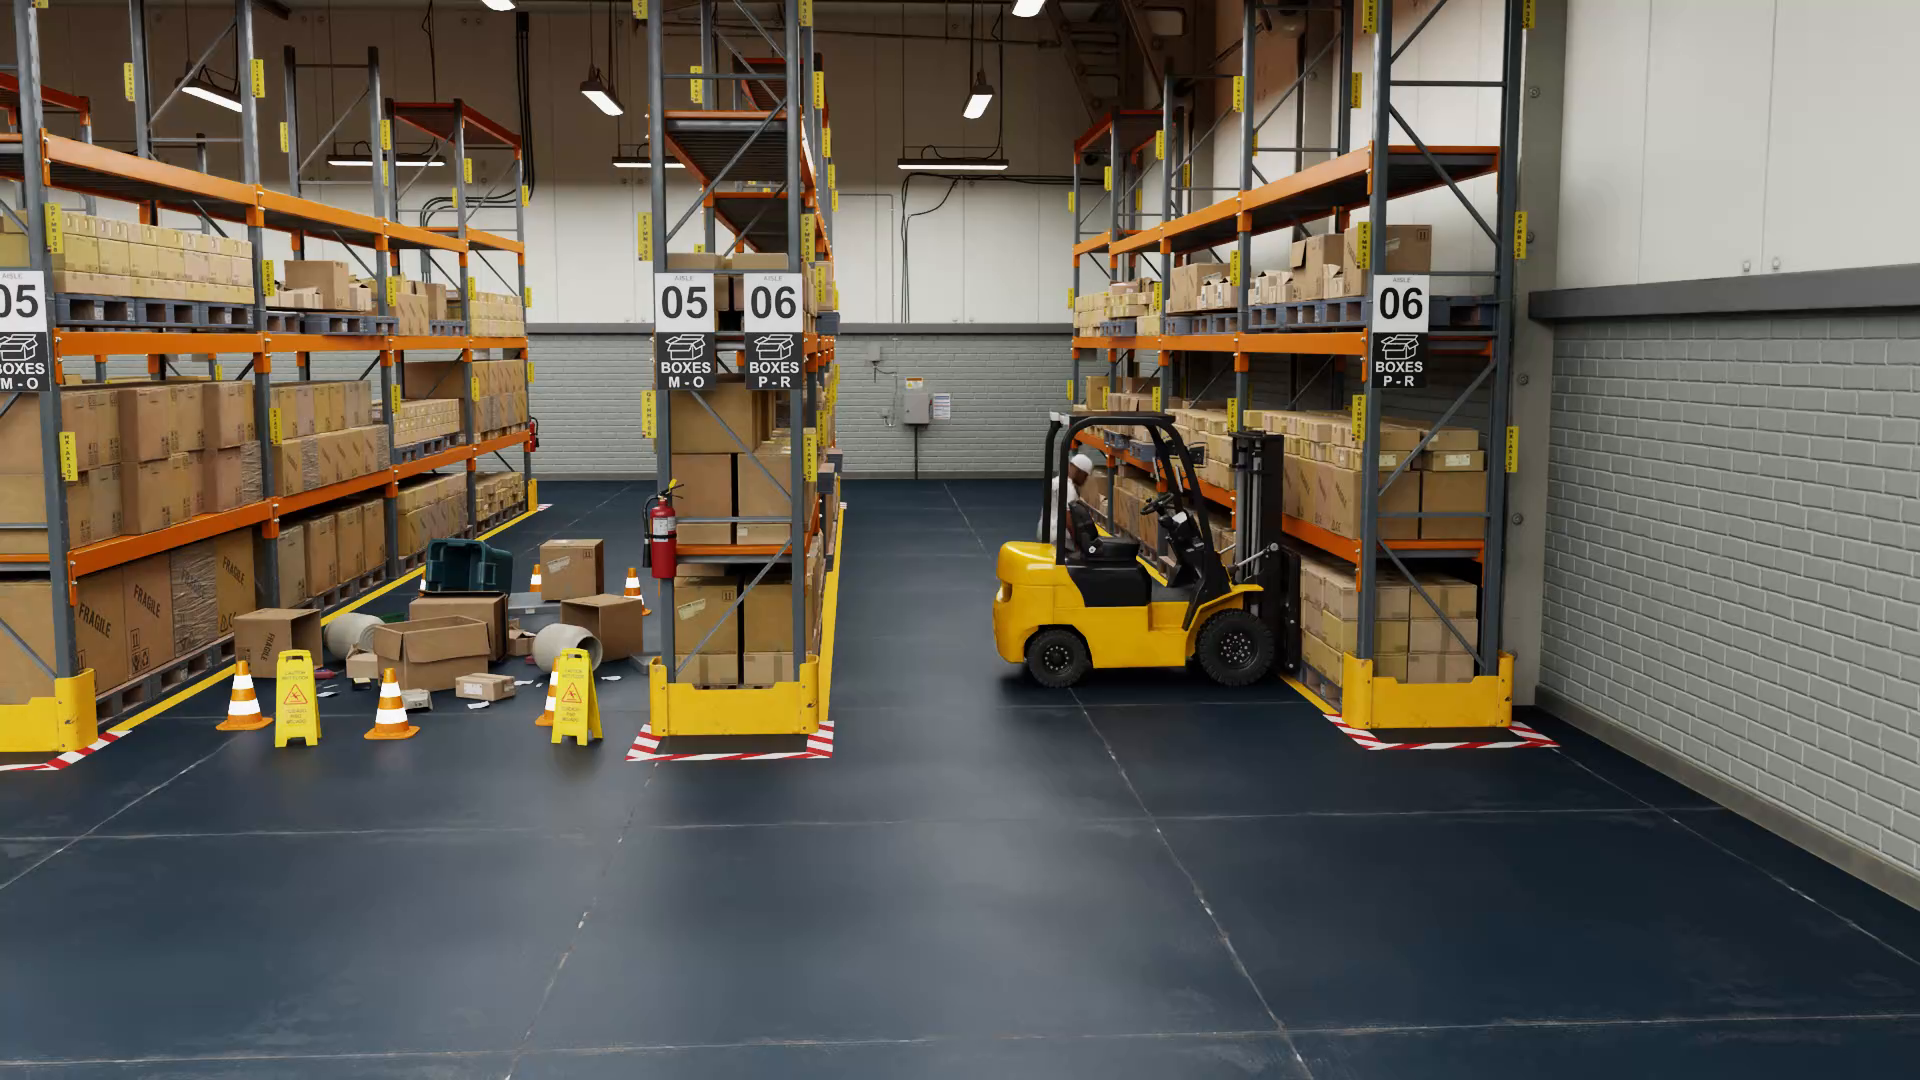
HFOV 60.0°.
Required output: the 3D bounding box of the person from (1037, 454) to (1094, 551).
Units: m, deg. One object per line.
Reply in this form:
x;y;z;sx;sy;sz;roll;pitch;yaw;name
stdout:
1.030;-0.012;16.240;0.554;1.651;0.610;0;7;-2;person
